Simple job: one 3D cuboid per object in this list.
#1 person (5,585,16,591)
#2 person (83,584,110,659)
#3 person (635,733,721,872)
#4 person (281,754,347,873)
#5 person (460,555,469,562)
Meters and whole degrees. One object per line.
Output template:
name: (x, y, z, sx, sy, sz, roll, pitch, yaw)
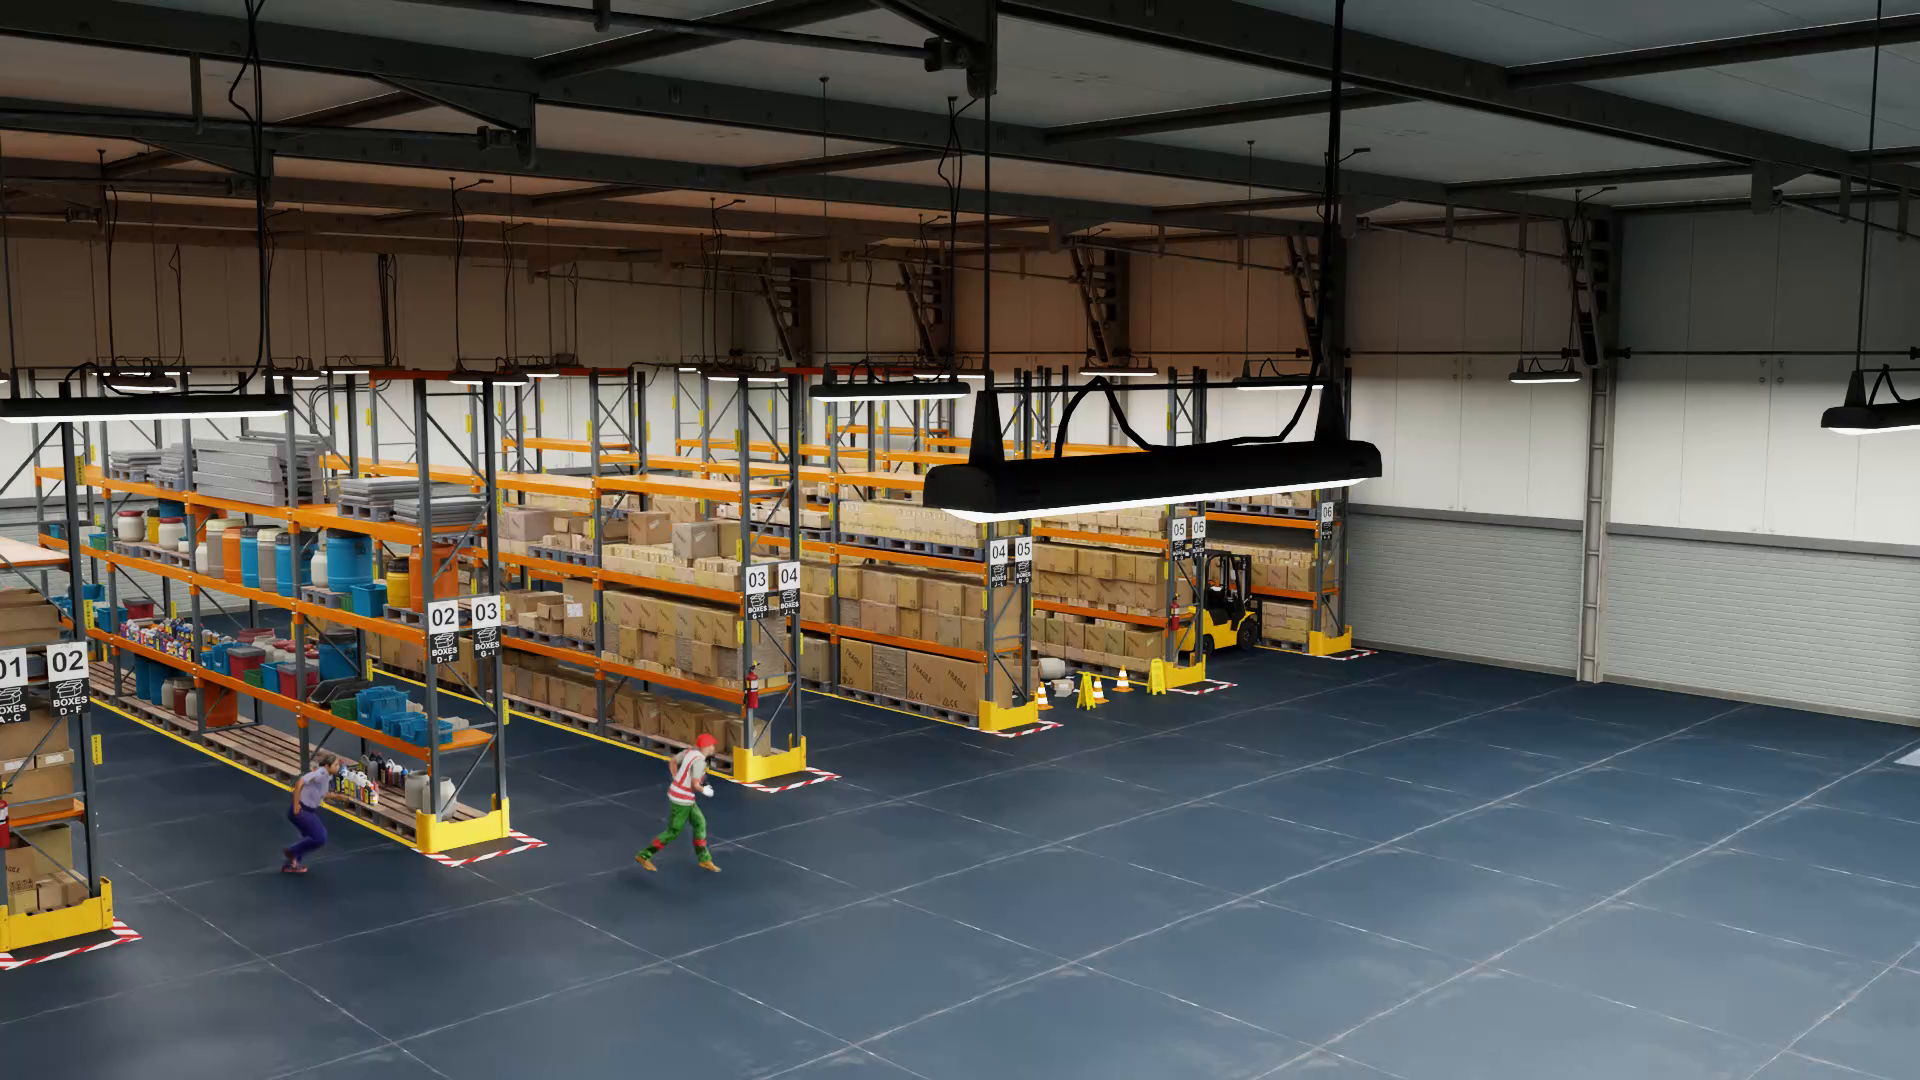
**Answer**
person: (-20.273, 1.691, 34.687, 1.135, 1.486, 0.652, 0, 6, -3)
person: (-17.906, 1.696, 34.055, 0.731, 1.609, 0.661, -1, 7, -13)
person: (-3.431, 3.230, 20.163, 1.055, 1.732, 0.690, -3, 7, -23)
person: (-7.854, 3.342, 20.156, 0.796, 1.463, 0.641, -1, 6, -7)
person: (-11.511, 1.160, 38.515, 0.671, 1.694, 0.747, -2, 7, -19)
